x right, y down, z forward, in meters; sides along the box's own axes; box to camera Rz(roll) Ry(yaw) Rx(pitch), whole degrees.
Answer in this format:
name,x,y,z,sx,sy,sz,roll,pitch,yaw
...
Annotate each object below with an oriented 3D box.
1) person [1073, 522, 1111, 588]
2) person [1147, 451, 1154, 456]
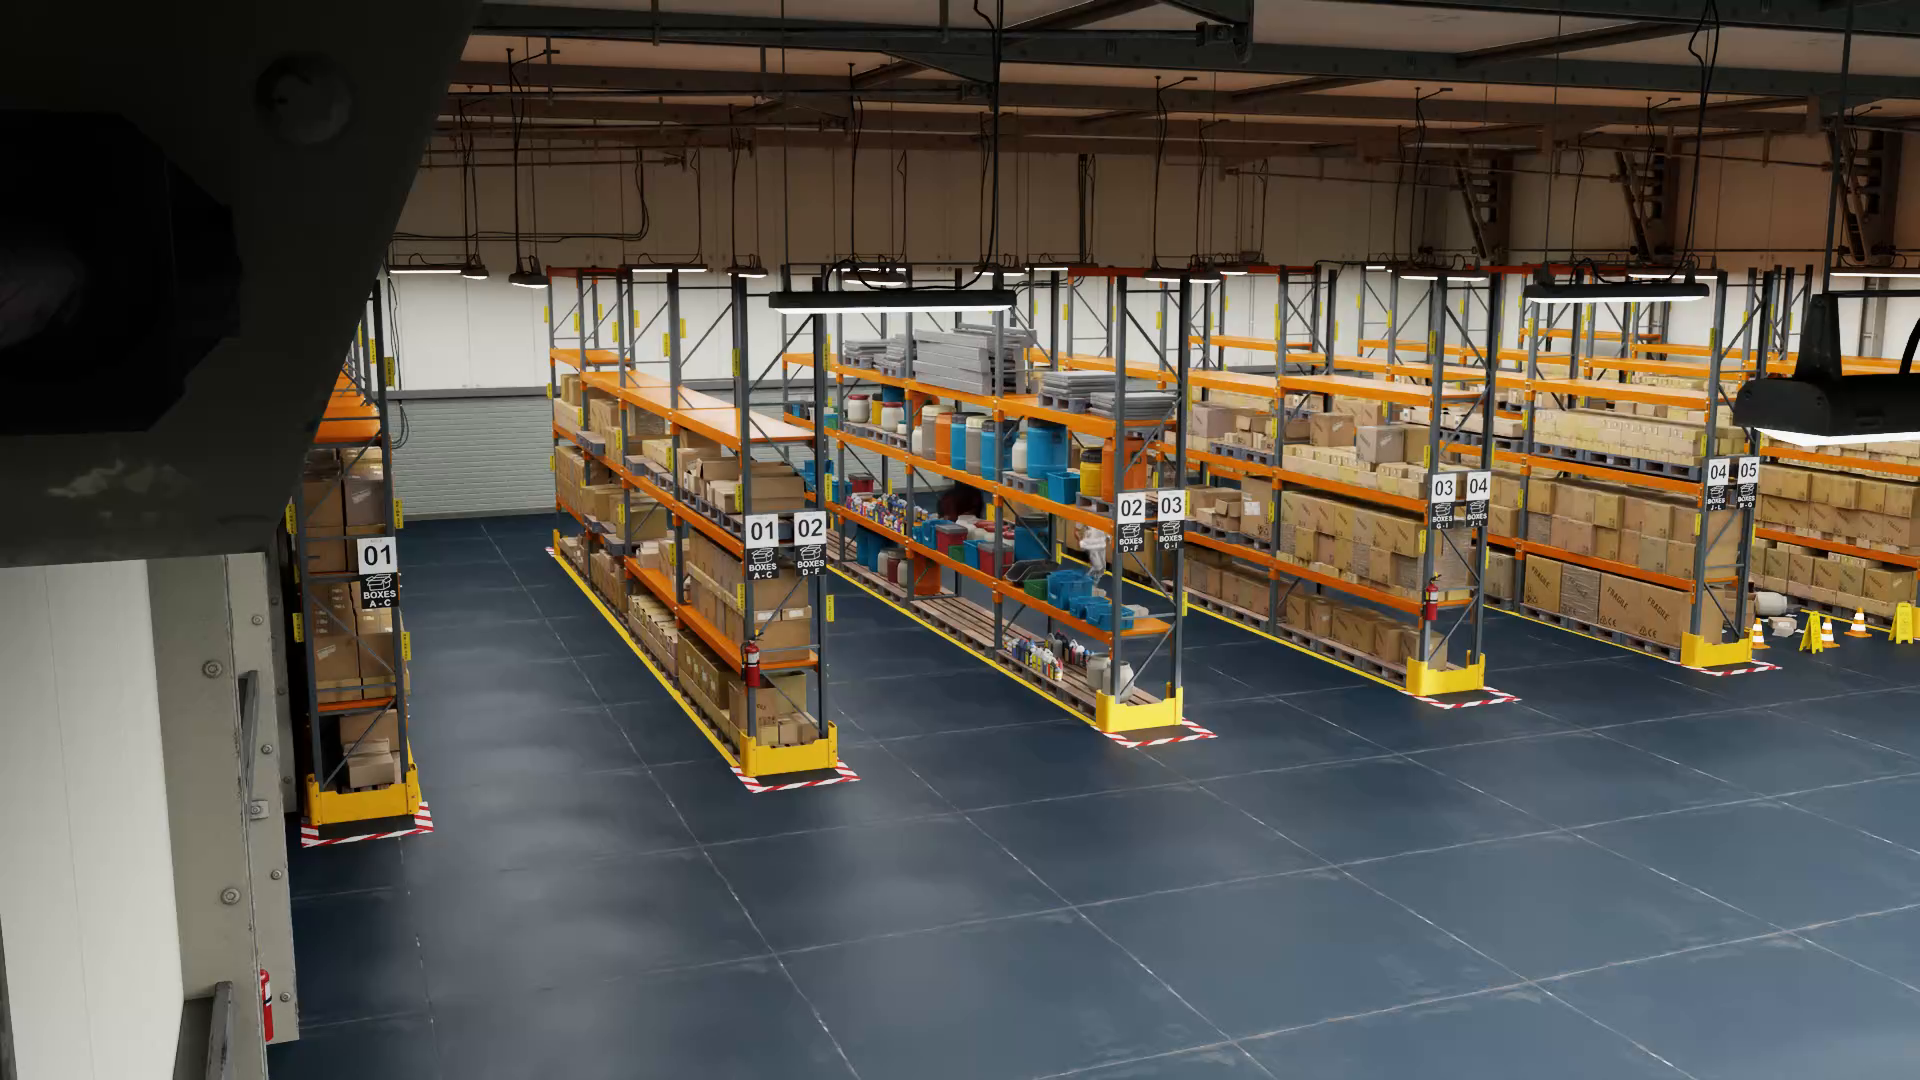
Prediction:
name,x,y,z,sx,sy,sz,roll,pitch,yaw
person,2.391,0.143,29.109,0.683,1.749,0.542,-7,12,-36
person,4.410,-1.282,39.208,0.592,1.665,0.873,1,10,5
